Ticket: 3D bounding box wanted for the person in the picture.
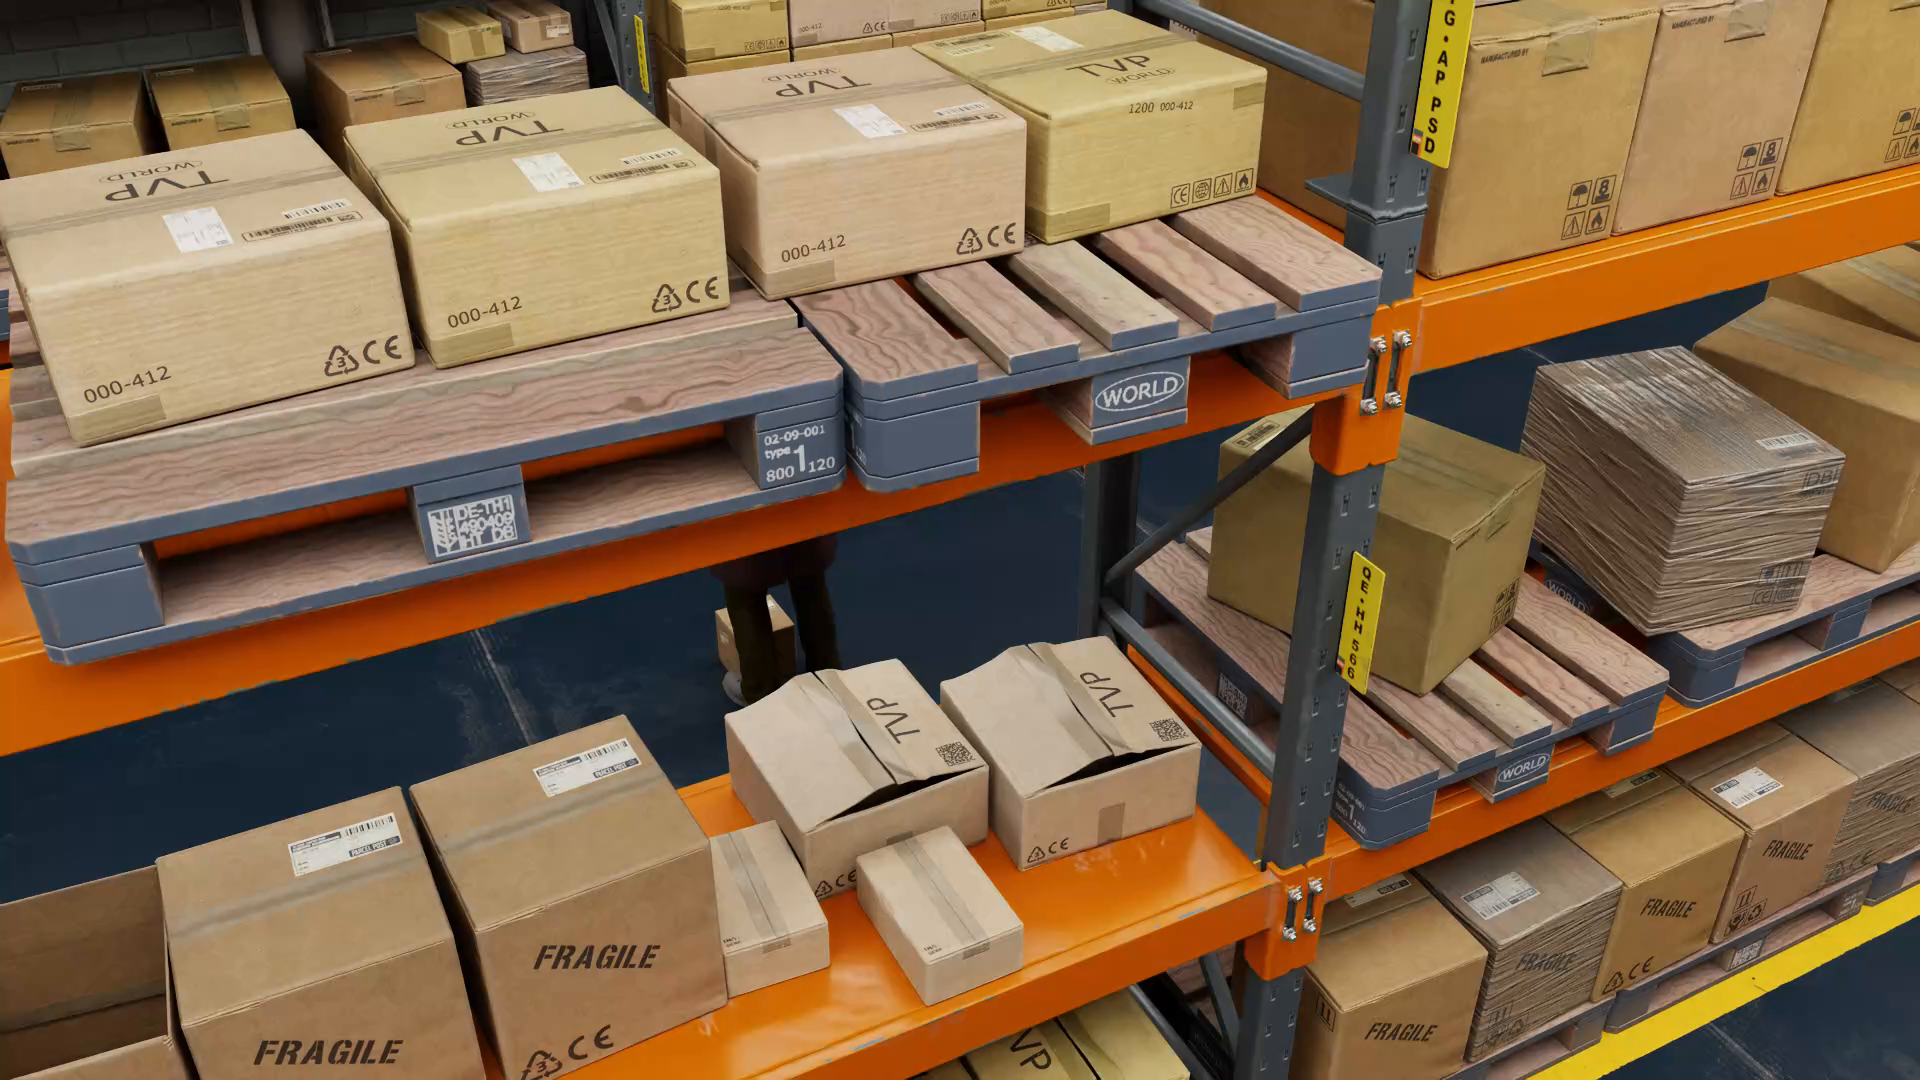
[{"bbox_3d":[-0.723,-0.105,6.316,0.643,1.774,0.424,-16,36,-23],"label":"person"}]
